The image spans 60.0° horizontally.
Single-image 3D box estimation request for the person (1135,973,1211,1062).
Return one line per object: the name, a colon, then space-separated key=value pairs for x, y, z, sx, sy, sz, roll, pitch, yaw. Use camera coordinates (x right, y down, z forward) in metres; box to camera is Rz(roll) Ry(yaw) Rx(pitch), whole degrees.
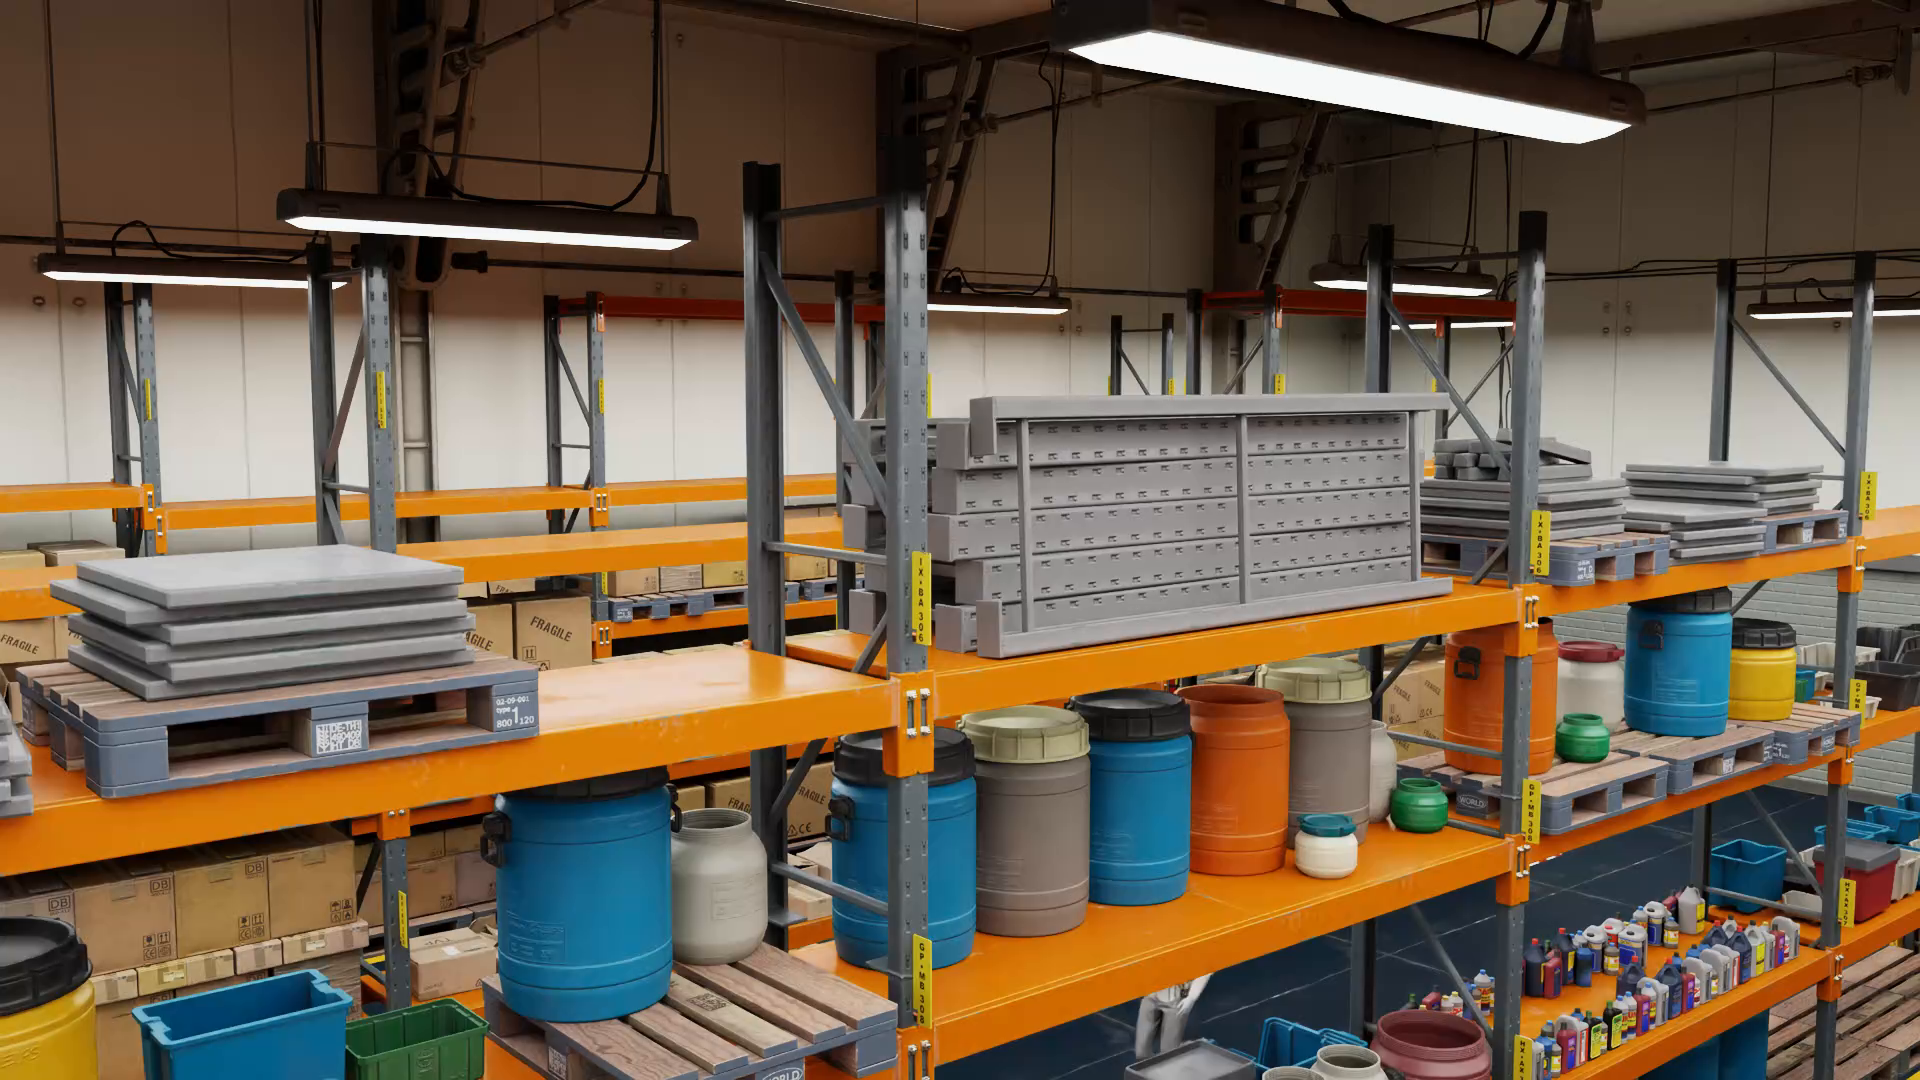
person: x=1.494 y=3.228 z=11.766 sx=0.649 sy=1.656 sz=0.610 roll=5 pitch=8 yaw=44
